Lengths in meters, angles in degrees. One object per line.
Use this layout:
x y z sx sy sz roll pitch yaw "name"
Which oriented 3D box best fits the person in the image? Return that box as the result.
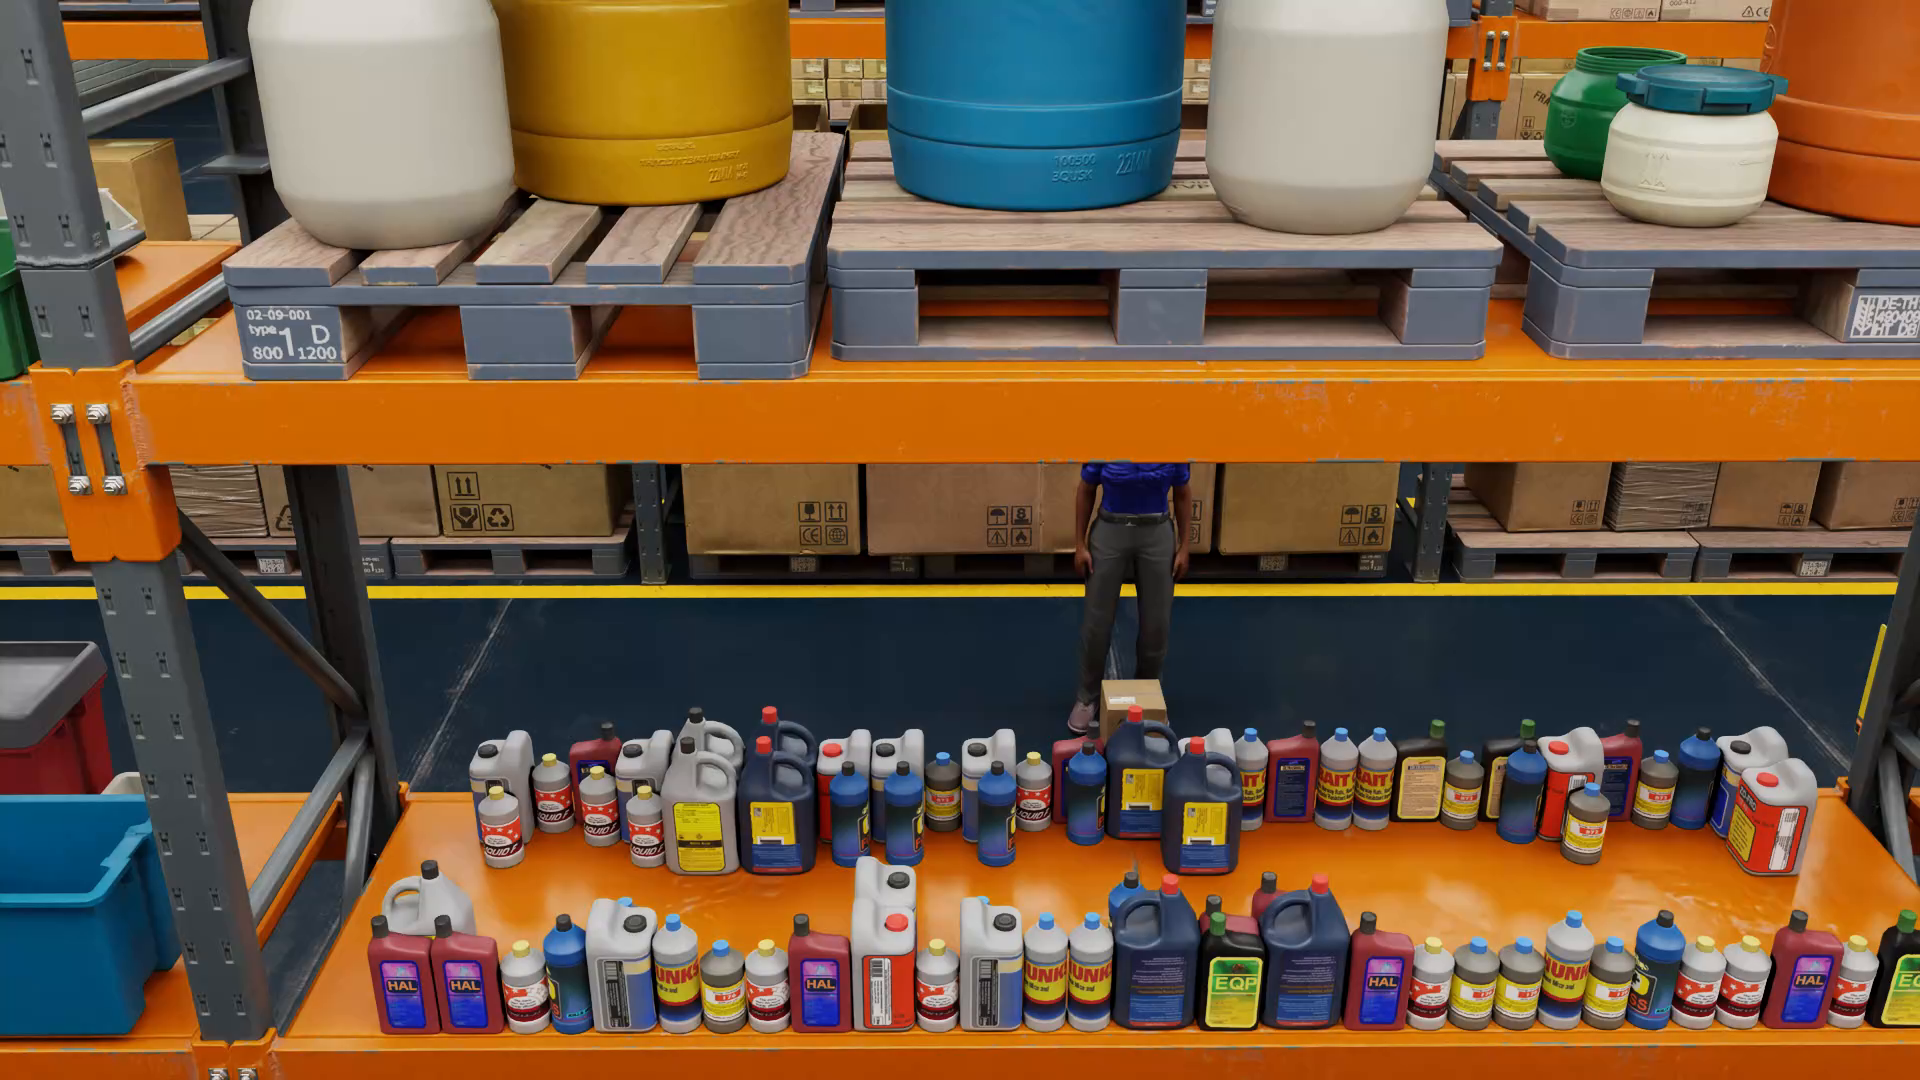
0.725 0.031 7.040 0.504 1.654 0.349 0 24 1 "person"
